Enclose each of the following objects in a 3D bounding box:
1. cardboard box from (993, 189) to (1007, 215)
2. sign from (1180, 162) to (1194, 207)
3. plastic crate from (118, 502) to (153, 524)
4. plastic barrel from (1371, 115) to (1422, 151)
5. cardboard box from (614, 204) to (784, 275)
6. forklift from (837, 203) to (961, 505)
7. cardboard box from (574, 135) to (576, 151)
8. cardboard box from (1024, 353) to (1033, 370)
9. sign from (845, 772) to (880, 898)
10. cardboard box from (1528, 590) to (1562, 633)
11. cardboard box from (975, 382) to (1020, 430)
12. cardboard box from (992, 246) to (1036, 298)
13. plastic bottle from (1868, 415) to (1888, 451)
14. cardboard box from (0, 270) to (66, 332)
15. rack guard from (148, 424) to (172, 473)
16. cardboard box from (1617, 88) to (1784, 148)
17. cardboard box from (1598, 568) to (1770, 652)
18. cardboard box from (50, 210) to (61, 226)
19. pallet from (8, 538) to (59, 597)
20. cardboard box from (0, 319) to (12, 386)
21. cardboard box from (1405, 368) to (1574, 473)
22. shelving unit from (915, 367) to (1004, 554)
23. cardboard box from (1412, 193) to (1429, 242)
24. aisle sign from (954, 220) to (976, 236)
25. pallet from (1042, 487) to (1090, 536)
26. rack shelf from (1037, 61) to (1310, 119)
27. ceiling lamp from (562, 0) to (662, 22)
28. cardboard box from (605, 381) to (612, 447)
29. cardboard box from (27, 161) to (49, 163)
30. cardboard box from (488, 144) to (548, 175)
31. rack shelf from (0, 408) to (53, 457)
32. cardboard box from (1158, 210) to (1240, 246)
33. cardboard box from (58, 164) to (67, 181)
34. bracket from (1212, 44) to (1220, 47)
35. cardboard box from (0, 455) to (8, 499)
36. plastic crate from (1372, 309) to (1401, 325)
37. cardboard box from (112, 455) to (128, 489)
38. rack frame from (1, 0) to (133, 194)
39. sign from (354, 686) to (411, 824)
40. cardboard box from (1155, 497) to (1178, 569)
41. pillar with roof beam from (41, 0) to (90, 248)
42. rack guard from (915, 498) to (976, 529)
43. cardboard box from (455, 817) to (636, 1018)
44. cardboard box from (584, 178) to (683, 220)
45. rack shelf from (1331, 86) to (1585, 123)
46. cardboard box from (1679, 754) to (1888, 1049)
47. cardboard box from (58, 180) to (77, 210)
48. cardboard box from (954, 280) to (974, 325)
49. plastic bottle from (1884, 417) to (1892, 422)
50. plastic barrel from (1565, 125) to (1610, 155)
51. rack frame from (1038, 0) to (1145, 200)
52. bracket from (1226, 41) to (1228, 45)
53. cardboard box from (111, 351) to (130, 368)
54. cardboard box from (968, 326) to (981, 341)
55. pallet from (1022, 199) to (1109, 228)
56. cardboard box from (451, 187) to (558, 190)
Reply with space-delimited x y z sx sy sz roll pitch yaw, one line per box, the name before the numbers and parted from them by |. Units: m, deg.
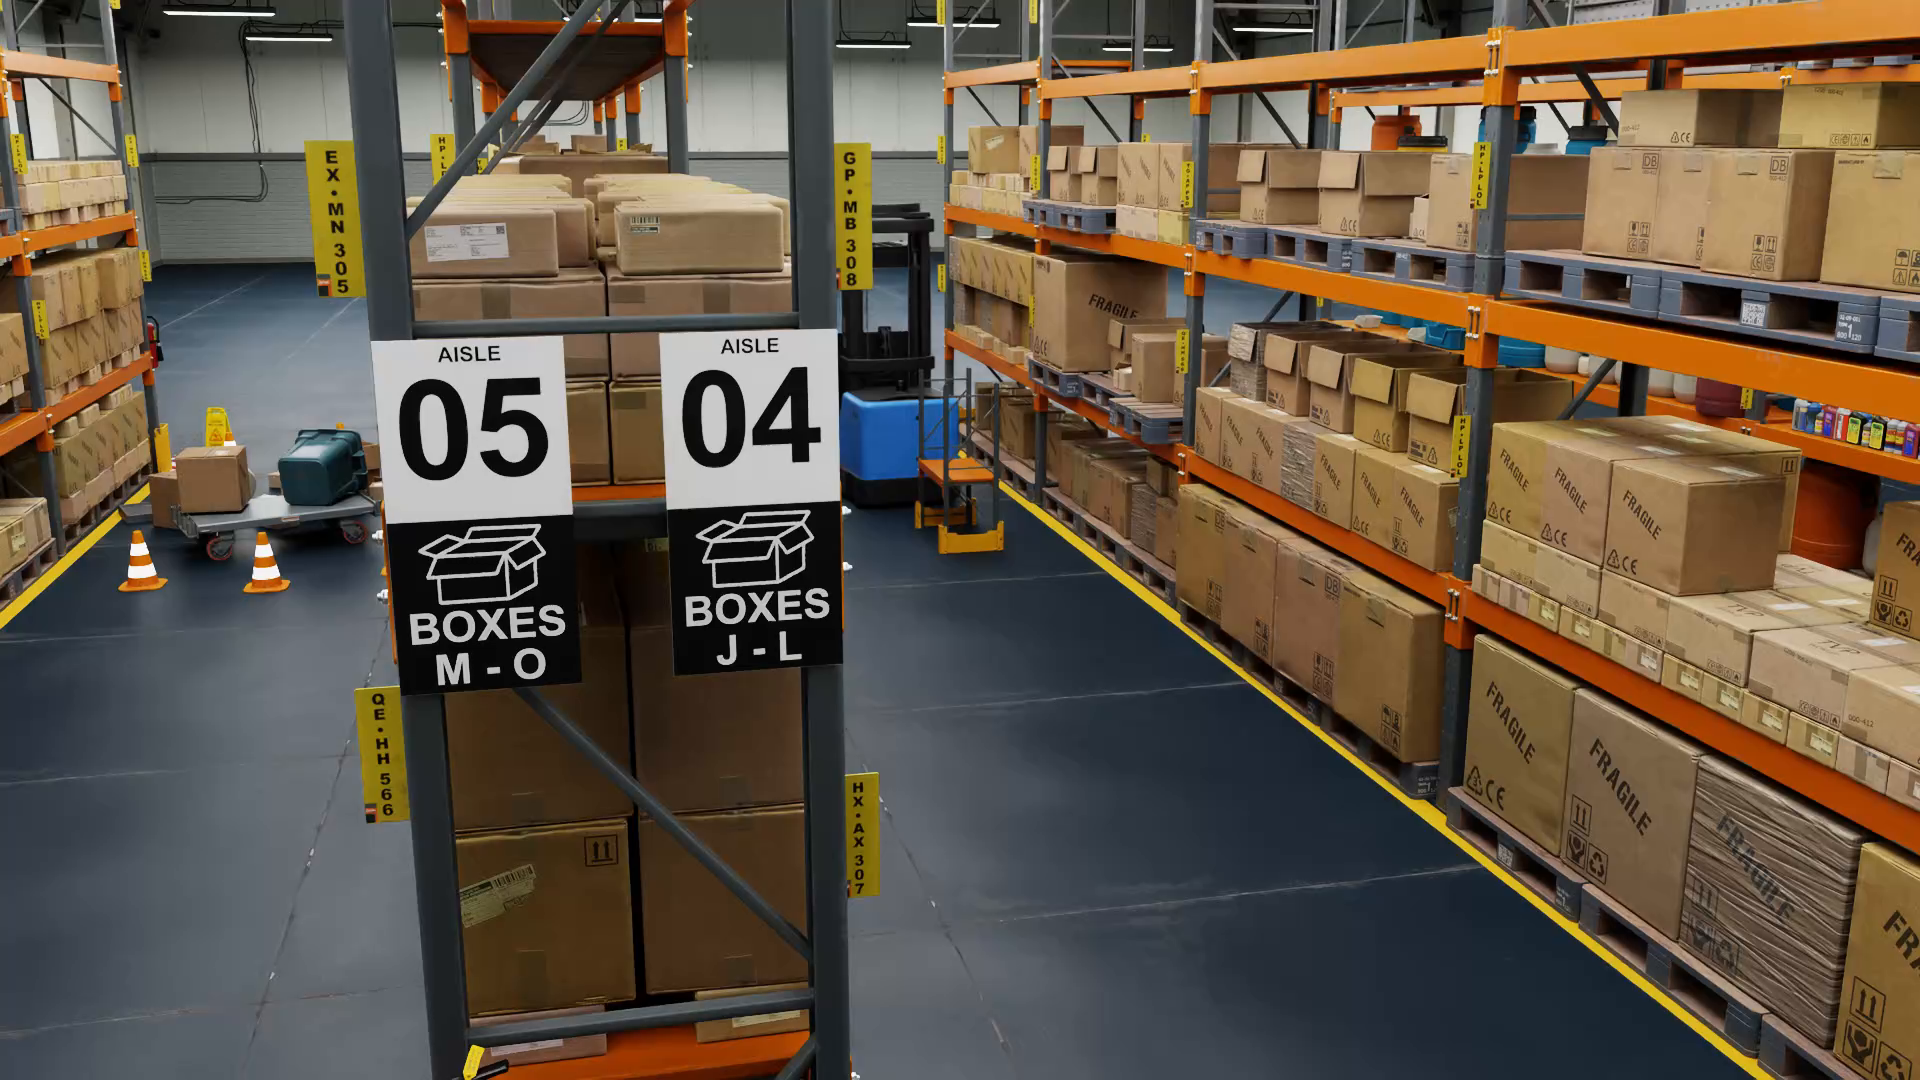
cardboard box | 0.653 -3.552 17.465 0.500 0.250 0.500 -3 14 -14
sign | 1.662 -2.595 12.141 0.100 0.325 0.005 -3 14 -13
plastic crate | -7.954 -0.276 16.212 0.402 0.080 0.583 -9 16 -33
plastic barrel | 5.363 -4.803 20.477 0.600 0.830 0.708 -3 14 -13
cardboard box | -0.631 -0.726 4.003 0.380 0.149 0.250 -3 14 -14
forklift | -0.915 -2.080 17.590 1.130 2.935 3.031 -4 14 -17
cardboard box | -3.529 -3.840 16.079 0.380 0.149 0.250 -4 14 -14
cardboard box | 0.865 -1.808 16.861 0.380 0.149 0.250 -3 14 -13
sign | -0.248 0.732 4.111 0.100 0.325 0.005 -3 14 -13
cardboard box | 3.000 0.337 8.081 0.380 0.149 0.250 -3 14 -11
cardboard box | 0.442 -1.606 19.887 0.500 0.500 0.500 -1 14 -3
cardboard box | 0.642 -2.837 17.597 0.500 0.500 0.500 -3 14 -13
plastic bottle | 6.942 -0.824 12.550 0.061 0.283 0.133 -3 14 -13
cardboard box | -8.275 -2.079 14.495 0.700 0.500 0.500 -3 14 -14
rack guard | -9.304 -0.978 18.198 1.175 0.500 0.348 -3 14 -13
cardboard box | 3.344 -1.899 7.495 0.500 0.250 0.500 -4 14 -17
cardboard box | 3.225 0.292 7.423 0.500 0.250 0.500 -3 14 -12
cardboard box | -8.462 -2.944 15.189 0.380 0.149 0.250 -4 14 -15
pallet | -8.198 0.248 13.792 1.003 0.211 1.213 -3 14 -13
cardboard box | -7.933 -1.476 13.247 0.500 0.500 0.500 -3 14 -13
cardboard box | 2.972 -0.676 9.373 0.797 0.503 0.637 -4 14 -15
shelving unit | -0.018 -0.746 15.144 0.587 1.500 1.083 -3 14 -13
cardboard box | 2.960 -1.869 9.564 0.500 0.311 0.500 -4 14 -15
aisle sign | 0.005 -4.022 19.916 0.394 0.787 0.004 -3 14 -13
pallet | 1.435 -0.305 16.053 1.003 0.211 1.213 -3 14 -13
rack shelf | 1.721 -3.748 13.989 1.077 0.370 4.000 -3 14 -13
ceiling lamp | -7.057 -12.075 33.416 2.000 3.185 0.800 -3 14 -13
cardboard box | -0.752 -0.441 4.732 0.500 0.250 0.500 -3 14 -11
cardboard box | -9.363 -3.720 16.686 0.380 0.149 0.250 -3 14 -13
cardboard box | -2.707 -2.313 10.253 0.396 0.266 0.258 -3 14 -13
rack shelf | -7.912 -0.476 12.393 1.077 0.370 4.000 -3 14 -13
cardboard box | 1.840 -2.396 12.735 0.500 0.250 0.500 -3 14 -13
cardboard box | -8.498 -3.397 15.364 0.380 0.149 0.250 -3 14 -14
bracket | 7.855 -15.547 52.340 0.076 0.066 3.189 -3 14 -13
cardboard box | -8.782 -0.641 14.881 0.500 0.500 0.500 -3 14 -14
plastic crate | 5.534 -2.867 20.977 0.499 0.251 0.616 -3 14 -13
cardboard box | -8.628 -0.666 16.564 0.500 0.250 0.500 -4 14 -15
rack frame | -9.321 -5.124 17.261 1.000 3.000 0.127 -3 14 -13
sign | -1.320 0.493 3.807 0.100 0.325 0.005 -3 14 -13
cardboard box | 2.013 -0.069 13.552 0.700 0.500 0.500 -4 14 -16
pillar with roof beam | -16.310 -10.412 38.906 9.100 9.000 0.548 -3 14 -13
rack guard | -0.135 -0.254 15.763 0.587 0.250 0.087 -3 14 -13
cardboard box | -1.132 0.900 4.408 0.500 0.500 0.500 -3 14 -12
cardboard box | -1.259 -1.323 6.446 0.380 0.149 0.250 -3 14 -11
rack shelf | 5.596 -4.947 18.896 1.077 0.370 4.000 -3 14 -13
cardboard box | 3.627 1.404 6.774 0.875 0.875 0.875 -3 14 -13
cardboard box | -8.454 -3.167 15.261 0.500 0.250 0.500 -3 14 -13
cardboard box | 0.414 -2.826 19.661 0.875 0.500 0.500 -3 14 -13
plastic bottle | 7.524 -0.999 13.436 0.097 0.201 0.097 0 14 0
plastic barrel | 6.396 -3.710 16.741 0.600 0.901 0.708 -3 14 -13
rack frame | 1.251 -4.753 15.745 1.000 3.000 0.127 -3 14 -13
bracket | 8.273 -15.136 50.660 0.235 0.232 0.430 -3 14 -13
cardboard box | -8.729 -1.843 17.001 0.380 0.149 0.250 -3 14 -12
cardboard box | 0.310 -2.387 19.229 0.380 0.149 0.250 -3 14 -13
pallet | 1.292 -3.057 15.516 1.213 0.211 1.003 -3 14 -13
cardboard box | -1.479 -1.055 5.350 0.380 0.149 0.250 -4 14 -15
